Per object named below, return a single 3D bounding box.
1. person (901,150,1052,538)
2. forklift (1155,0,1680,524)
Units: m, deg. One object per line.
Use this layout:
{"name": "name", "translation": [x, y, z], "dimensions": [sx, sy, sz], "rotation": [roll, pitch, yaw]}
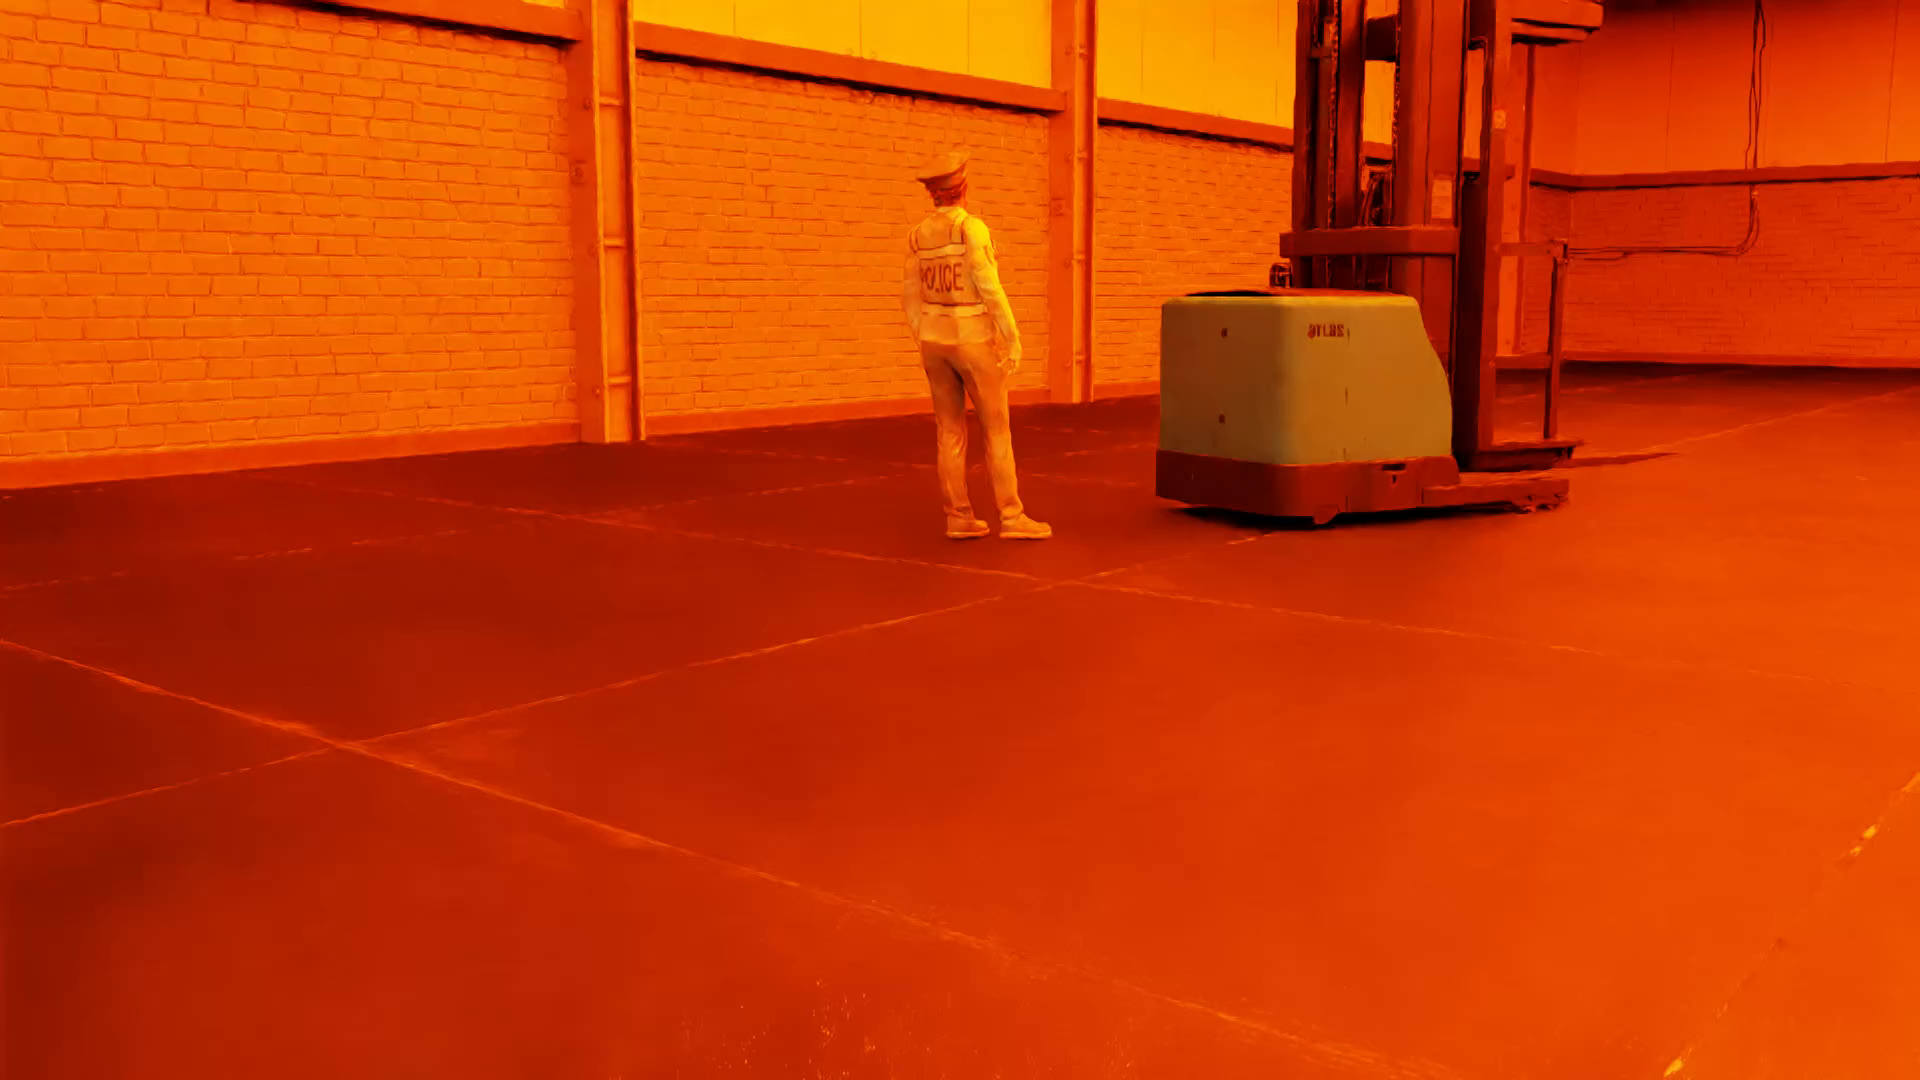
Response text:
{"name": "person", "translation": [0.048, -0.853, 7.329], "dimensions": [0.586, 1.695, 0.533], "rotation": [7, 11, 38]}
{"name": "forklift", "translation": [2.523, -1.654, 8.586], "dimensions": [3.031, 2.935, 1.130], "rotation": [-5, 10, -30]}
